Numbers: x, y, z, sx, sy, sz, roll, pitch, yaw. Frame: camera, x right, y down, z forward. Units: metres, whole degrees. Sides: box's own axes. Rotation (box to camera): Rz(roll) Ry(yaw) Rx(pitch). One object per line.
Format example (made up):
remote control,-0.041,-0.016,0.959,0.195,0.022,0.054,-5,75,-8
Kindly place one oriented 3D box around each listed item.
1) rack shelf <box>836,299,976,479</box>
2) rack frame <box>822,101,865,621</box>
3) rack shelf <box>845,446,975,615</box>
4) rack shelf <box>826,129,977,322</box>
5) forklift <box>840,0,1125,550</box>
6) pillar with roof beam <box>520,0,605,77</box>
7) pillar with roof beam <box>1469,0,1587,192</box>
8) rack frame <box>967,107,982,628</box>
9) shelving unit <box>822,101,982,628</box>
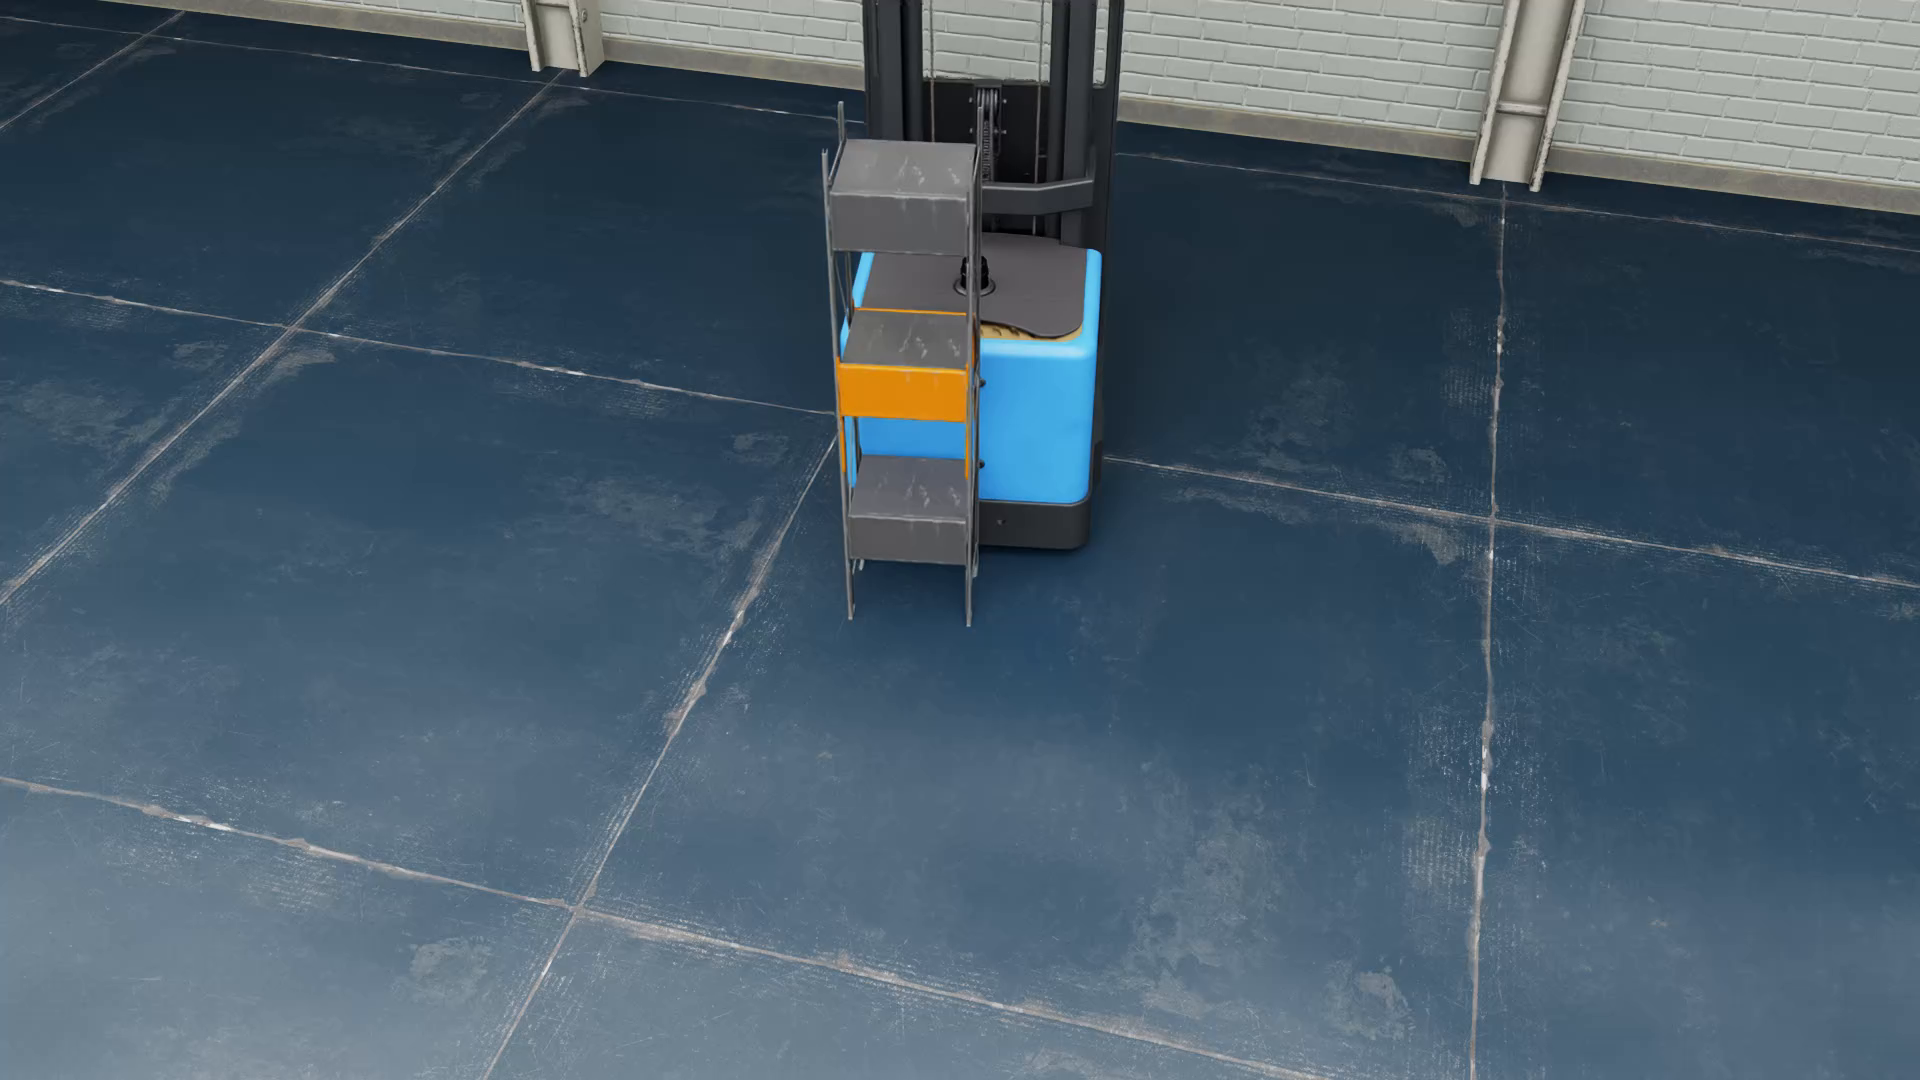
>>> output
rack shelf,-0.190,-0.575,6.323,0.480,0.518,0.431,3,40,4
rack frame,-0.433,-0.600,6.332,0.015,2.100,0.400,3,40,4
rack shelf,-0.190,-0.039,6.774,0.480,0.518,0.431,3,40,4
rack shelf,-0.190,-1.111,5.873,0.480,0.518,0.431,3,40,4
forklift,0.160,-2.021,7.377,1.130,2.935,3.031,3,40,4
pillar with roof beam,-3.695,-3.919,4.920,0.400,9.000,9.100,10,41,11
pillar with roof beam,2.101,-2.922,3.732,0.400,9.000,9.100,10,41,11
rack frame,0.053,-0.571,6.298,0.015,2.100,0.400,3,40,4
shelving unit,-0.190,-0.586,6.315,0.503,2.100,0.431,3,40,4
